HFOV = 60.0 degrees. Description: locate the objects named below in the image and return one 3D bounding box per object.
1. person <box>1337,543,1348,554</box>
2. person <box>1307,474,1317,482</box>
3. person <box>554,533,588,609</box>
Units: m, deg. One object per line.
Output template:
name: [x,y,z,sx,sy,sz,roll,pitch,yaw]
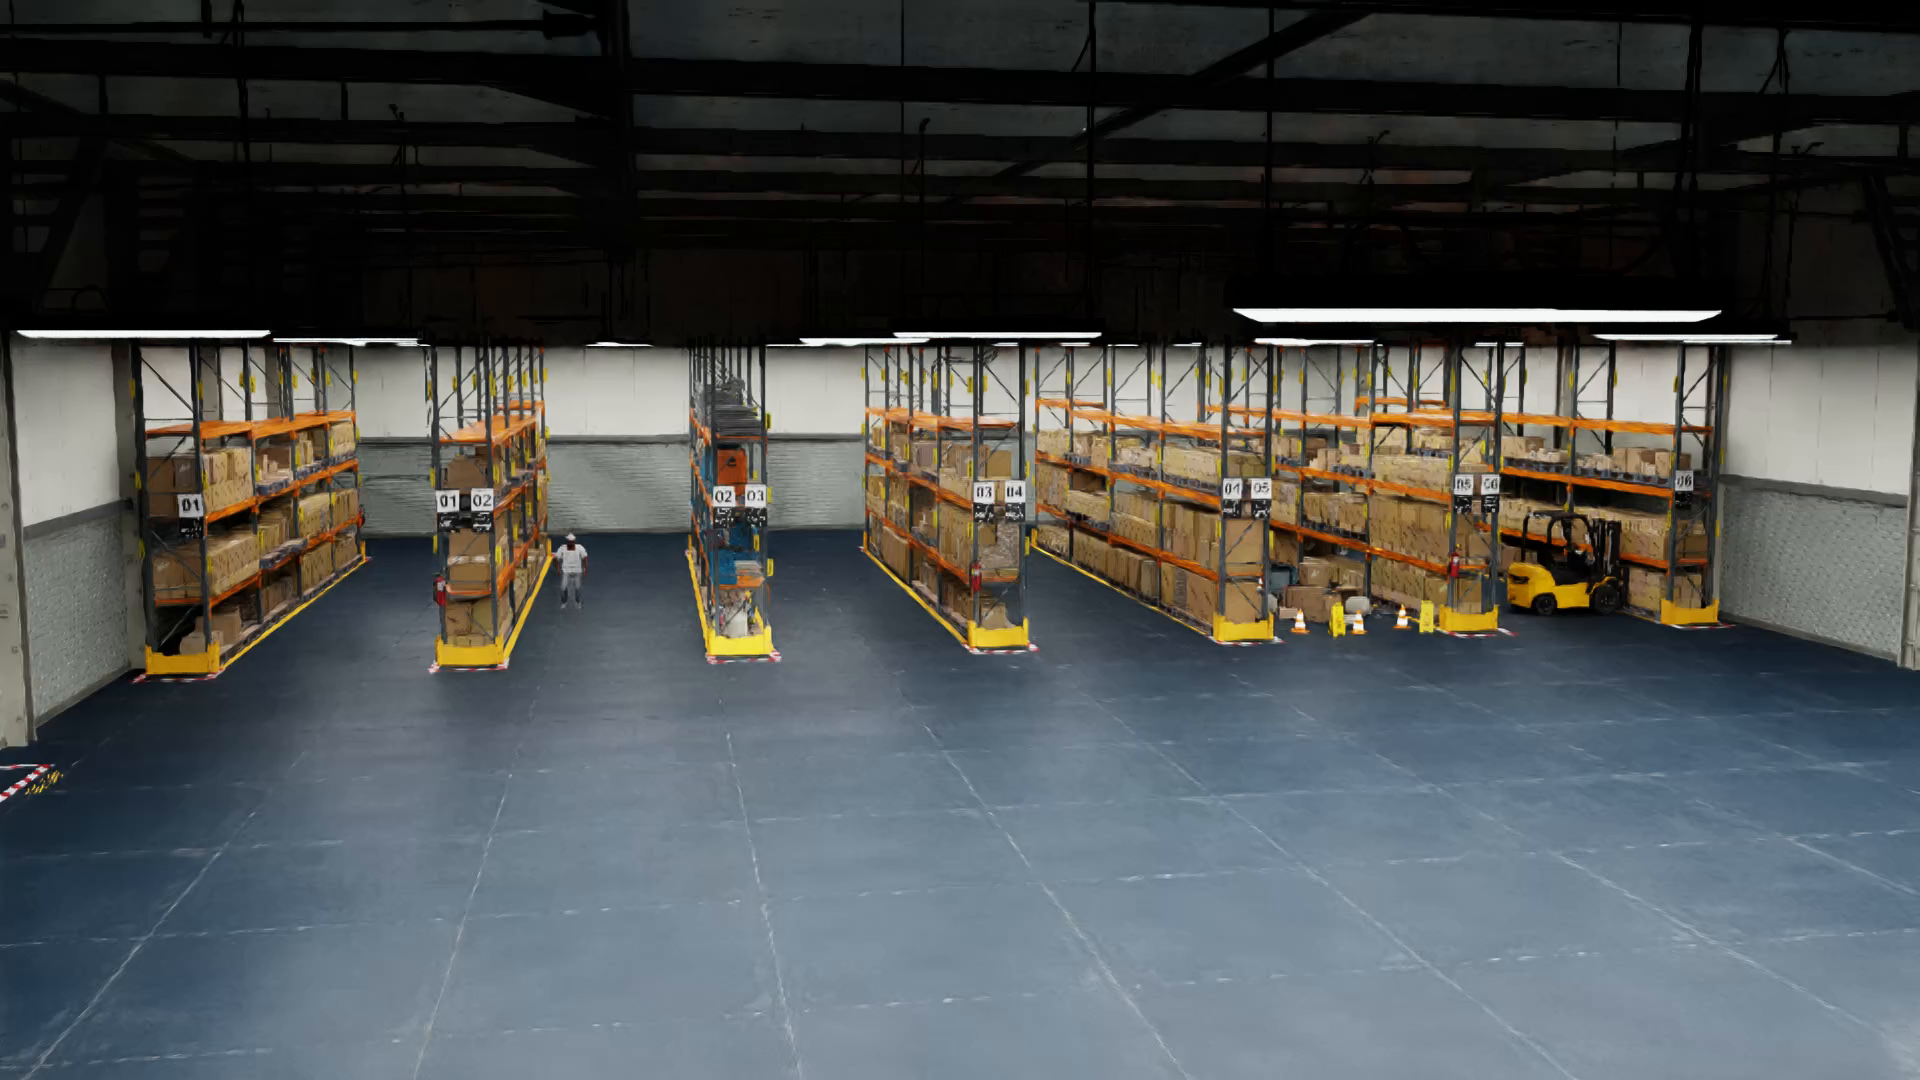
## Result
person: [10.616,-0.461,46.631,0.575,1.665,0.576,1,7,12]
person: [11.656,-1.387,54.823,0.610,1.655,0.439,6,9,44]
person: [-8.554,0.692,36.591,0.719,1.714,0.578,-1,7,-12]
